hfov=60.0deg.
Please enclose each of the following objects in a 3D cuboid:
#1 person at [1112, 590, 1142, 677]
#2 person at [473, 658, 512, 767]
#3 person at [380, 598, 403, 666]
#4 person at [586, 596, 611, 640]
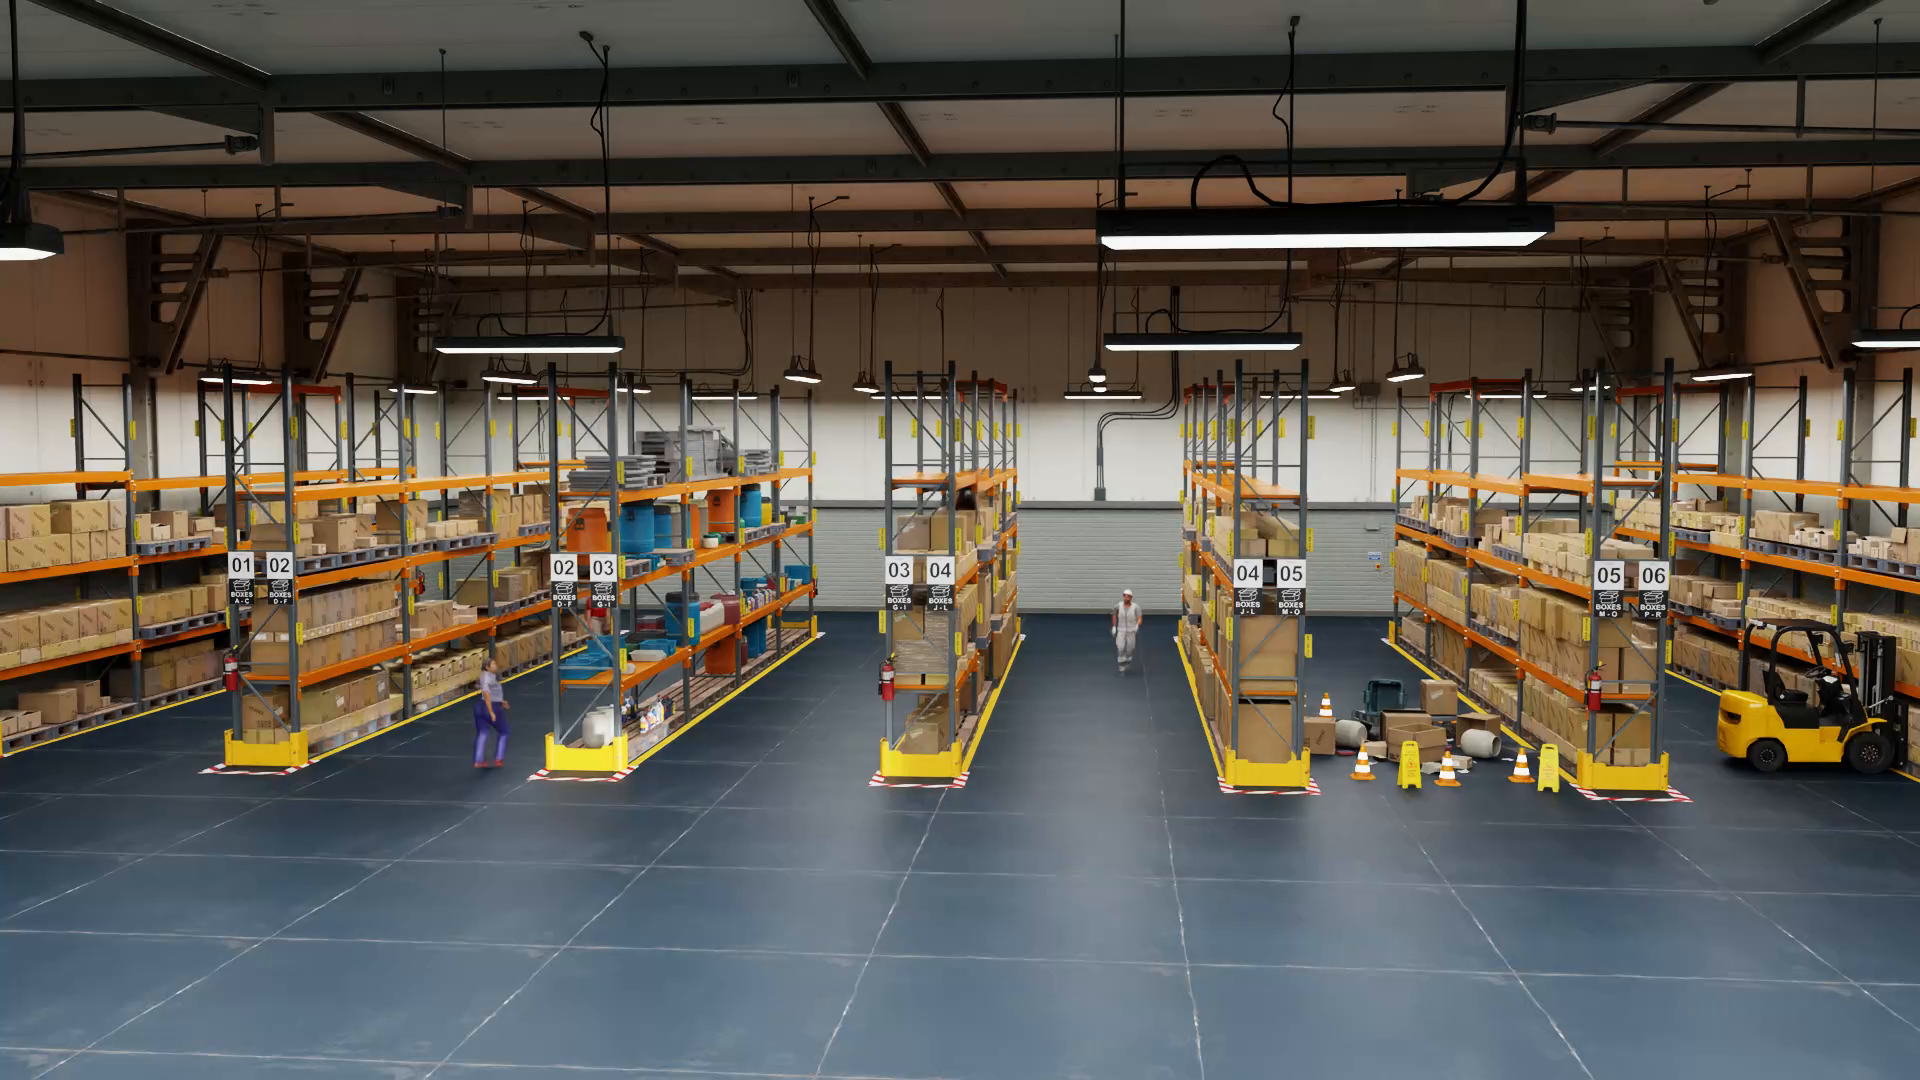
[{"bbox_3d":[3.429,1.920,34.161,0.609,1.810,0.876,0,4,6],"label":"person"},{"bbox_3d":[-6.968,2.610,24.814,0.499,1.717,0.671,3,5,35],"label":"person"},{"bbox_3d":[-11.371,1.945,33.301,0.733,1.718,1.058,0,4,3],"label":"person"},{"bbox_3d":[-7.710,1.806,35.635,0.479,1.735,0.575,1,4,12],"label":"person"}]
